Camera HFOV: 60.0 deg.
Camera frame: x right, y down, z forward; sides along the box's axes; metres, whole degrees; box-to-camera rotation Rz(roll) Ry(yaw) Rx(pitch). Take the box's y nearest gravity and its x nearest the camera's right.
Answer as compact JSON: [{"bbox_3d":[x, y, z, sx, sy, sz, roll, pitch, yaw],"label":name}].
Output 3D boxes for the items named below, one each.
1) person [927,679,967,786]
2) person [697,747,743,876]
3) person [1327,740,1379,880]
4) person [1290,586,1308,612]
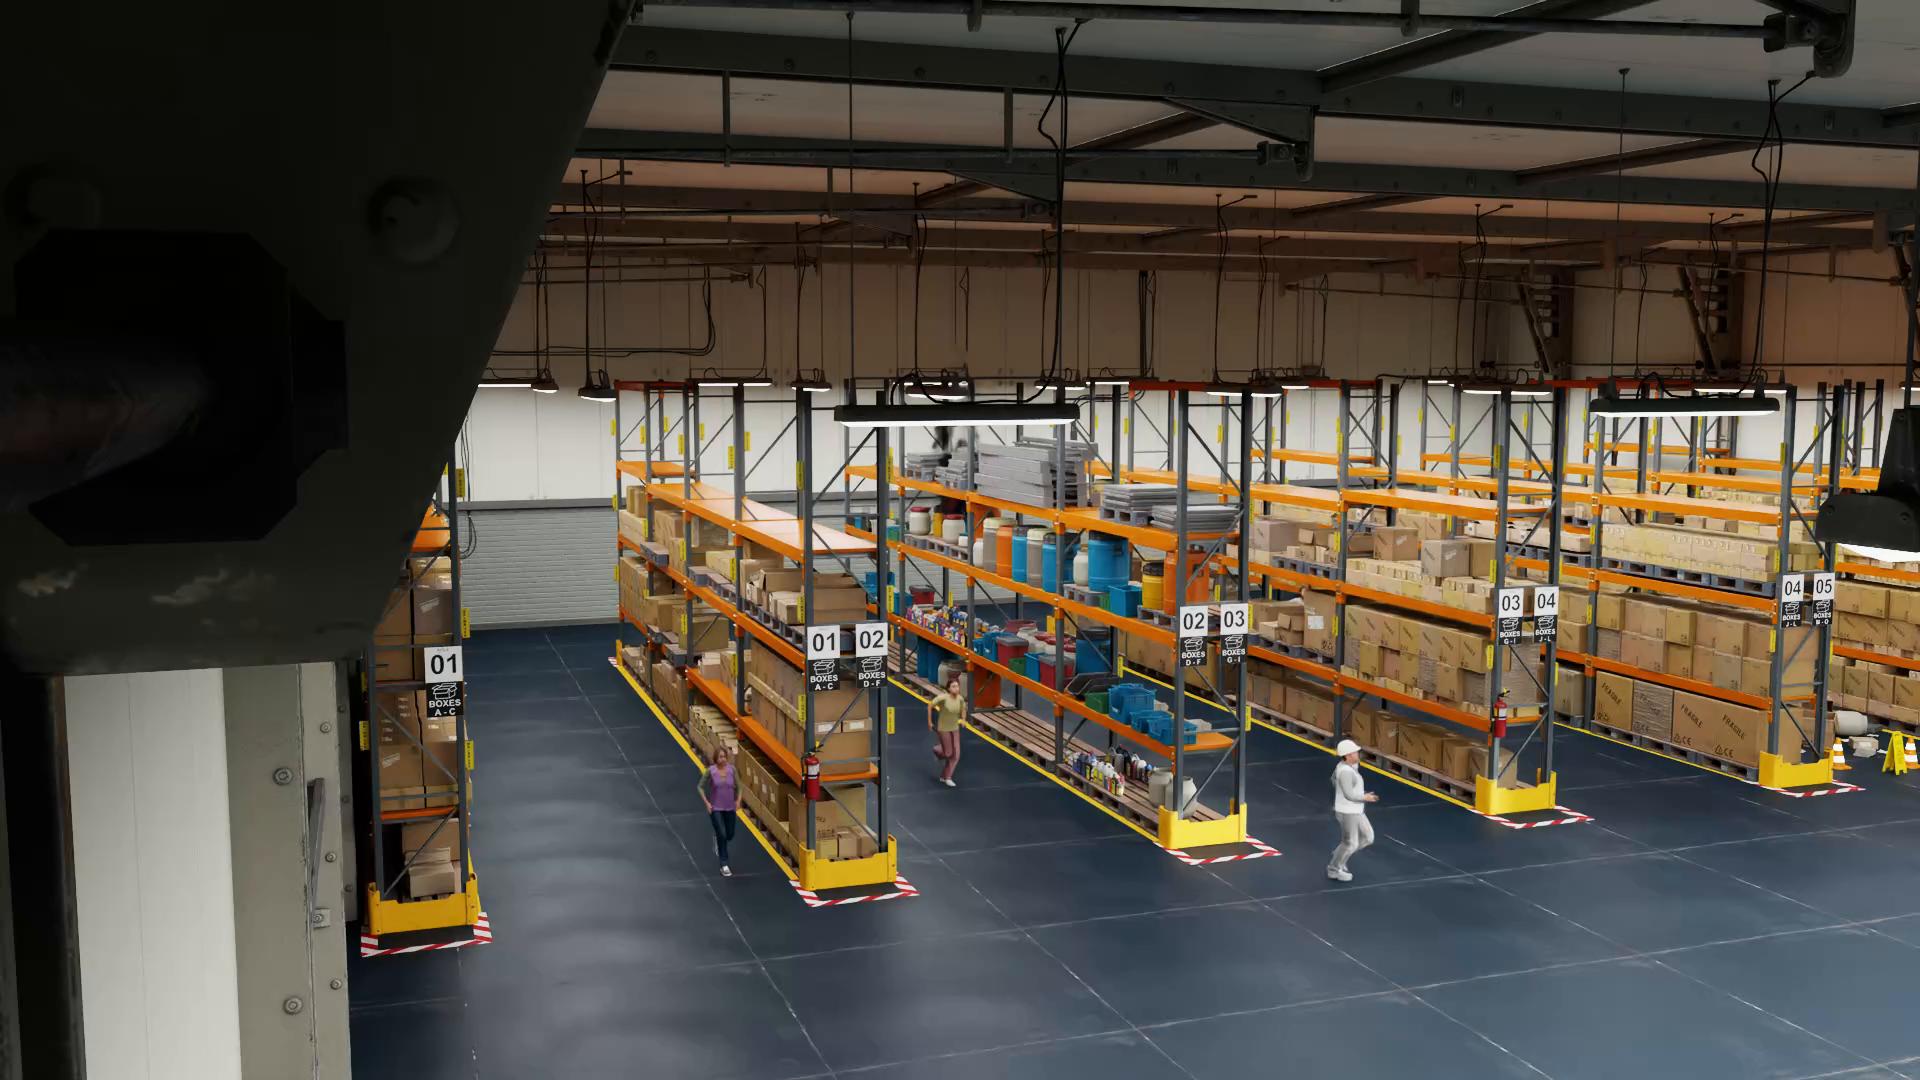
[{"bbox_3d":[-0.192,2.888,25.184,0.615,1.624,0.656,-3,7,-29],"label":"person"},{"bbox_3d":[-3.002,3.357,20.810,0.566,1.575,0.710,-3,7,-24],"label":"person"},{"bbox_3d":[4.825,3.307,20.397,0.603,1.732,0.643,2,6,16],"label":"person"},{"bbox_3d":[7.277,1.783,35.352,0.567,1.628,0.575,-3,7,-23],"label":"person"}]
